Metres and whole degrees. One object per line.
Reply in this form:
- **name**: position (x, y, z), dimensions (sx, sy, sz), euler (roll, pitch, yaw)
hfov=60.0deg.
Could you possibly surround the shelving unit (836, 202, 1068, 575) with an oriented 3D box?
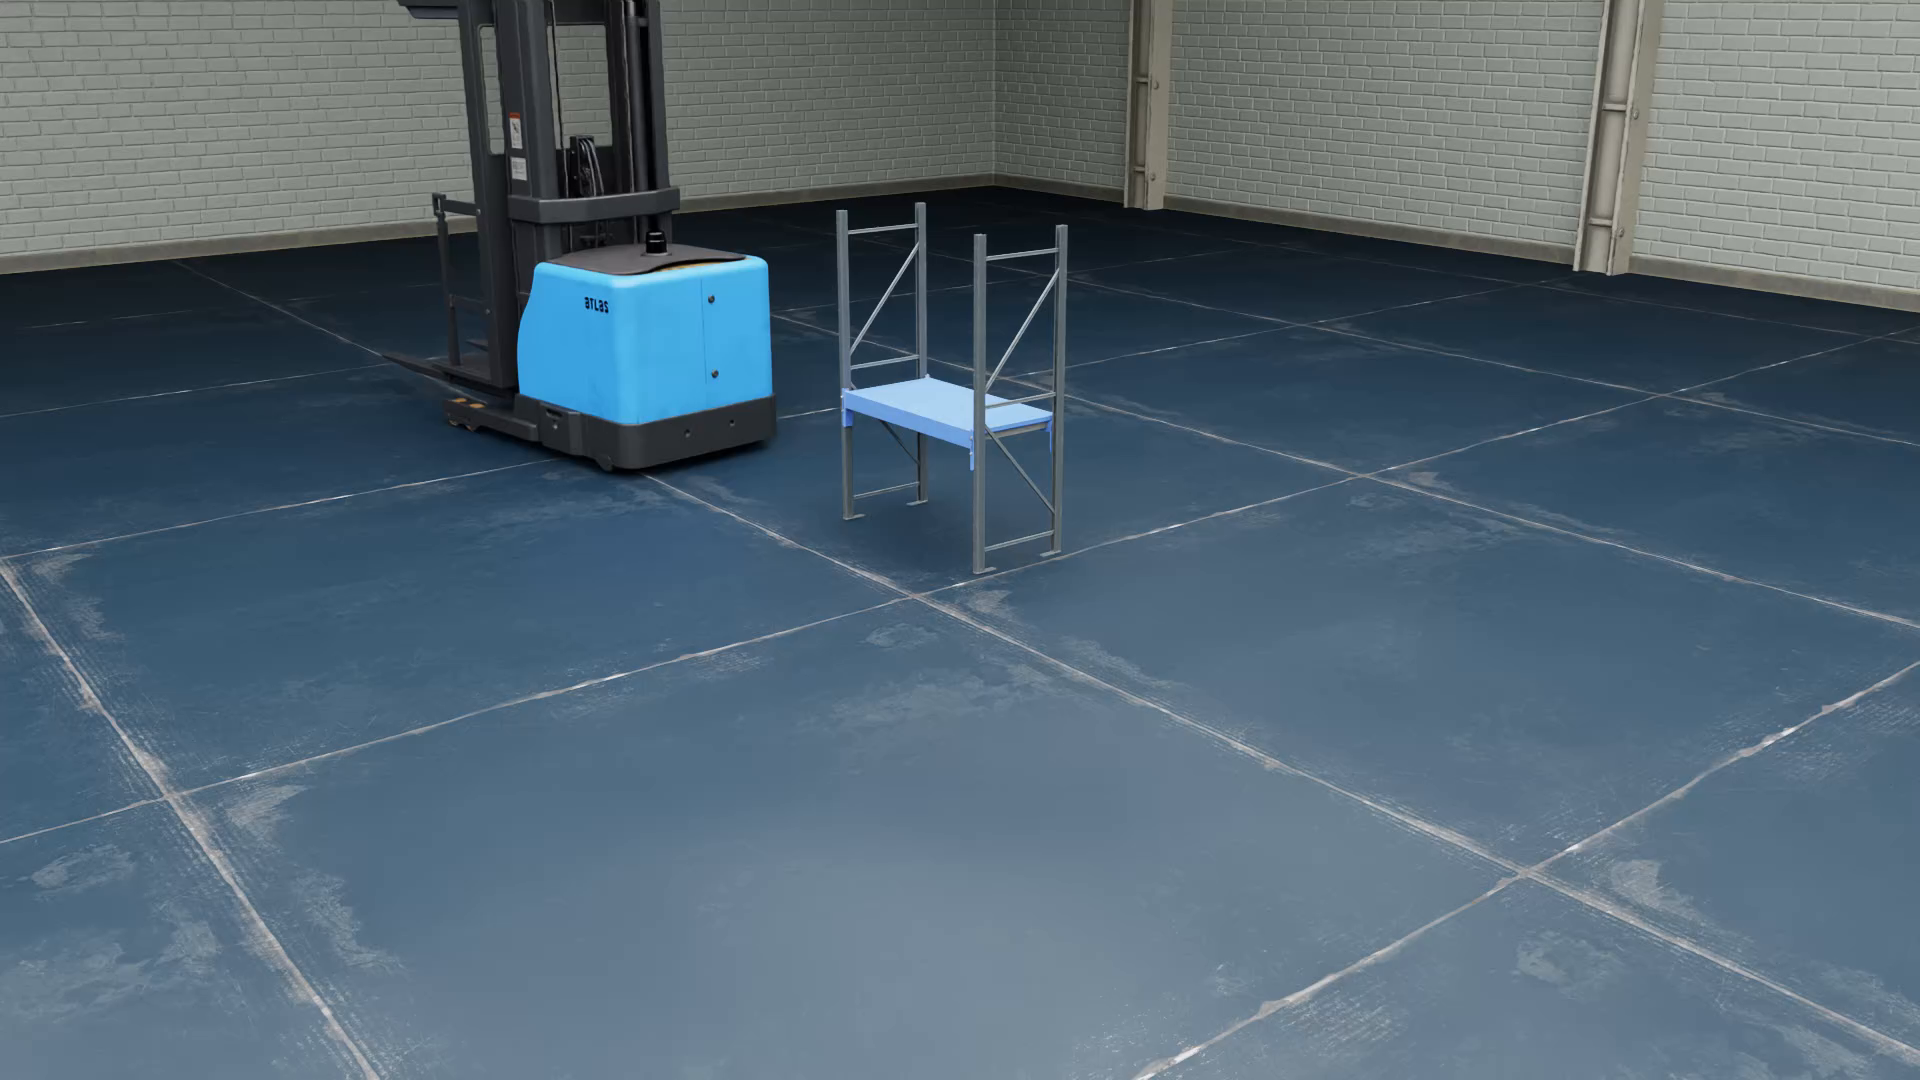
- **shelving unit**: position (-0.053, -0.733, 7.690), dimensions (0.538, 1.500, 1.048), euler (-14, 23, -36)

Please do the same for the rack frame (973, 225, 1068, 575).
- **rack frame**: position (0.263, -0.608, 7.312), dimensions (0.500, 1.500, 0.032), euler (-14, 23, -36)

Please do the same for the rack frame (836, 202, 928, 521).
- **rack frame**: position (-0.369, -0.858, 8.068), dimensions (0.500, 1.500, 0.032), euler (-14, 23, -36)

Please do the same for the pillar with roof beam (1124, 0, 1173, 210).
- **pillar with roof beam**: position (-1.179, -7.394, 15.876), dimensions (9.100, 9.000, 0.400), euler (-14, 23, -36)

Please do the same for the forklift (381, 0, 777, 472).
- **forklift**: position (-2.445, -2.133, 9.640), dimensions (3.031, 2.935, 1.130), euler (17, 25, 41)

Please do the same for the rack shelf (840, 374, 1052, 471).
- **rack shelf**: position (-0.053, -0.562, 7.747), dimensions (0.538, 0.185, 1.000), euler (-14, 23, -36)

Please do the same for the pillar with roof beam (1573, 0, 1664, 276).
- **pillar with roof beam**: position (2.546, -5.915, 11.411), dimensions (9.100, 9.000, 0.400), euler (-14, 23, -36)
